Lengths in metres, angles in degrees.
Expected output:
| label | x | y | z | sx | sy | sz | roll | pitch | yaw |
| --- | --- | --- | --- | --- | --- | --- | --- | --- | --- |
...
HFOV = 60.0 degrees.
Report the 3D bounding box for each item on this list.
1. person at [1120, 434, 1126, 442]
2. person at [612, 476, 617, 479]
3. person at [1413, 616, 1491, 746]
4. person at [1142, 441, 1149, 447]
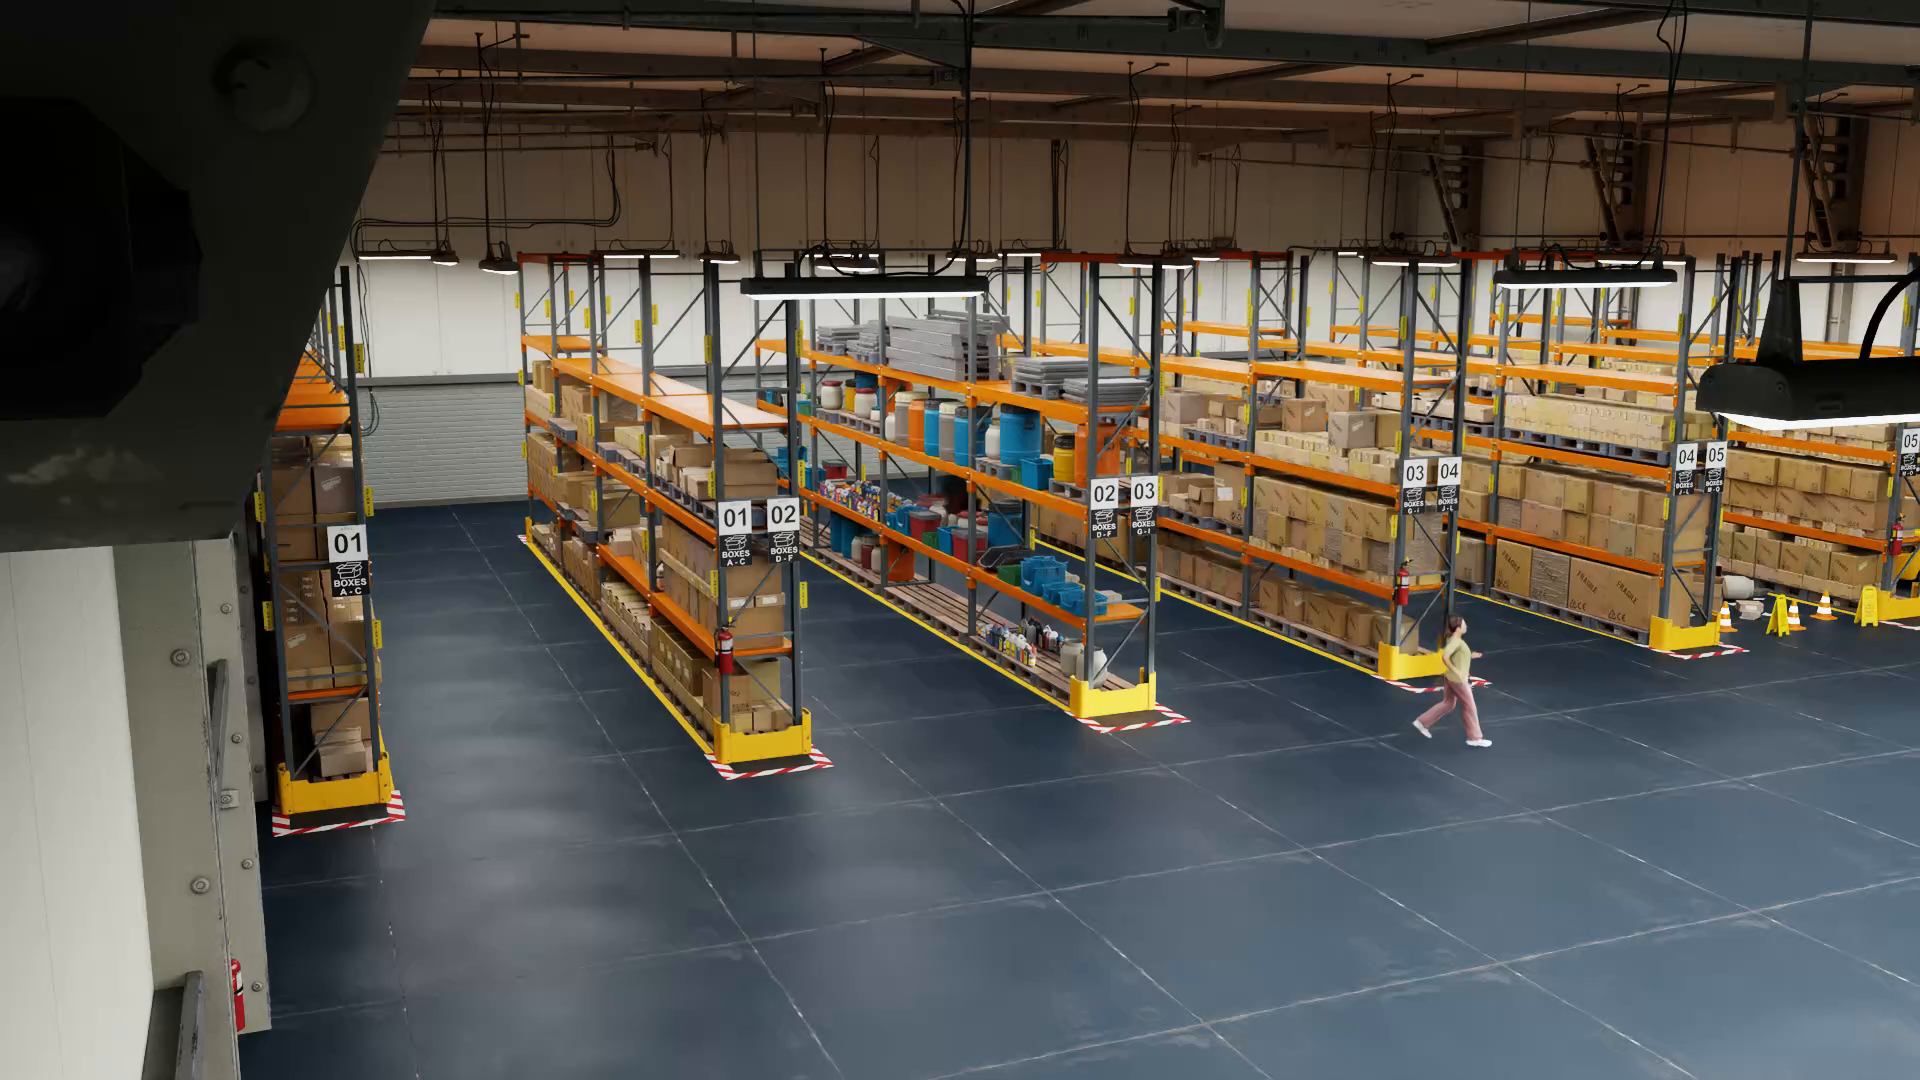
| label | x | y | z | sx | sy | sz | roll | pitch | yaw |
| --- | --- | --- | --- | --- | --- | --- | --- | --- | --- |
| person | 3.807 | -1.871 | 40.973 | 0.540 | 1.602 | 0.691 | -9 | 14 | -40 |
| person | -7.235 | -0.965 | 35.705 | 0.722 | 1.710 | 0.666 | 4 | 11 | 23 |
| person | 6.174 | 1.748 | 20.736 | 0.968 | 1.649 | 0.577 | 1 | 10 | 3 |
| person | 4.226 | -1.428 | 38.261 | 0.569 | 1.730 | 0.754 | -4 | 11 | -23 |
